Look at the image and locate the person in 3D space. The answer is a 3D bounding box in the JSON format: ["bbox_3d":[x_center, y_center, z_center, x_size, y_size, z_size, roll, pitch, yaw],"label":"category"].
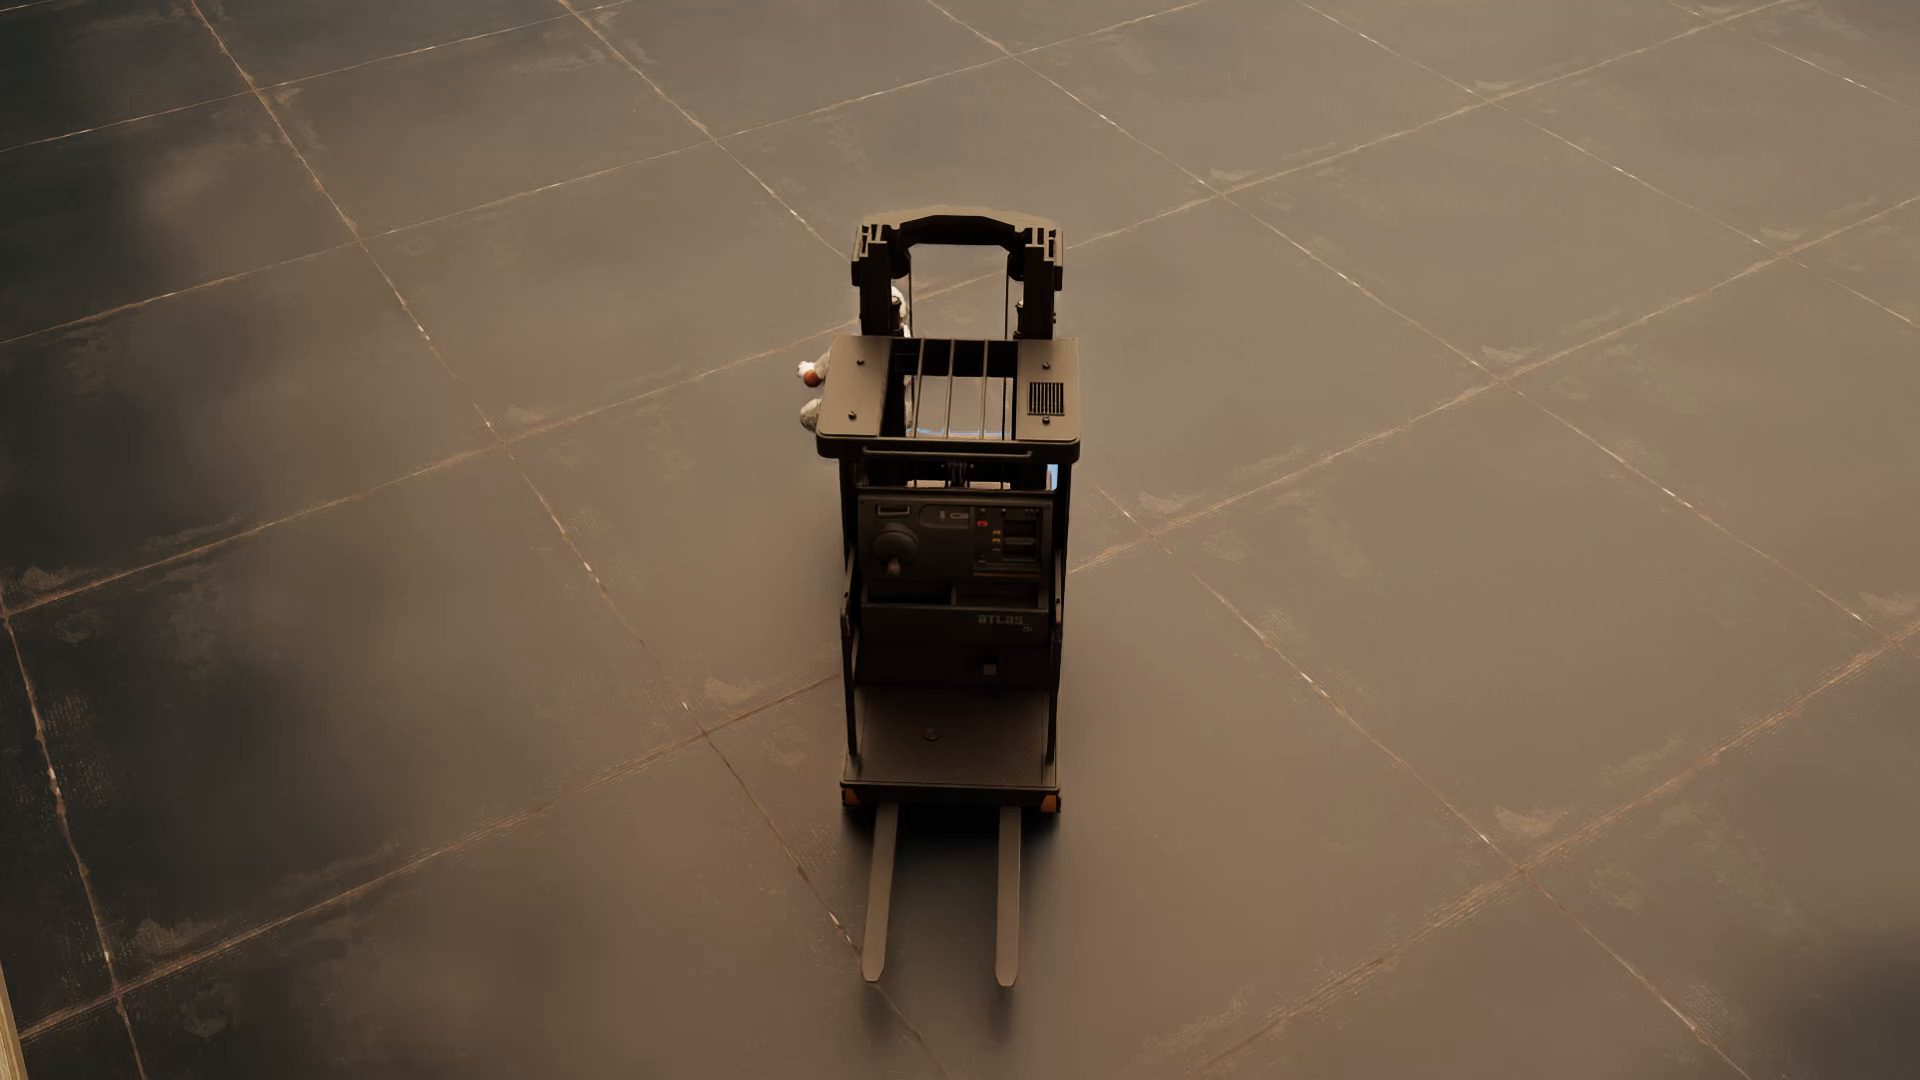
[{"bbox_3d":[-0.533,-0.904,9.890,0.850,1.570,0.826,-11,42,-12],"label":"person"}]

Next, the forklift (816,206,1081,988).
[{"bbox_3d":[-0.032,0.066,7.795,1.130,2.935,3.031,2,41,2],"label":"forklift"}]
